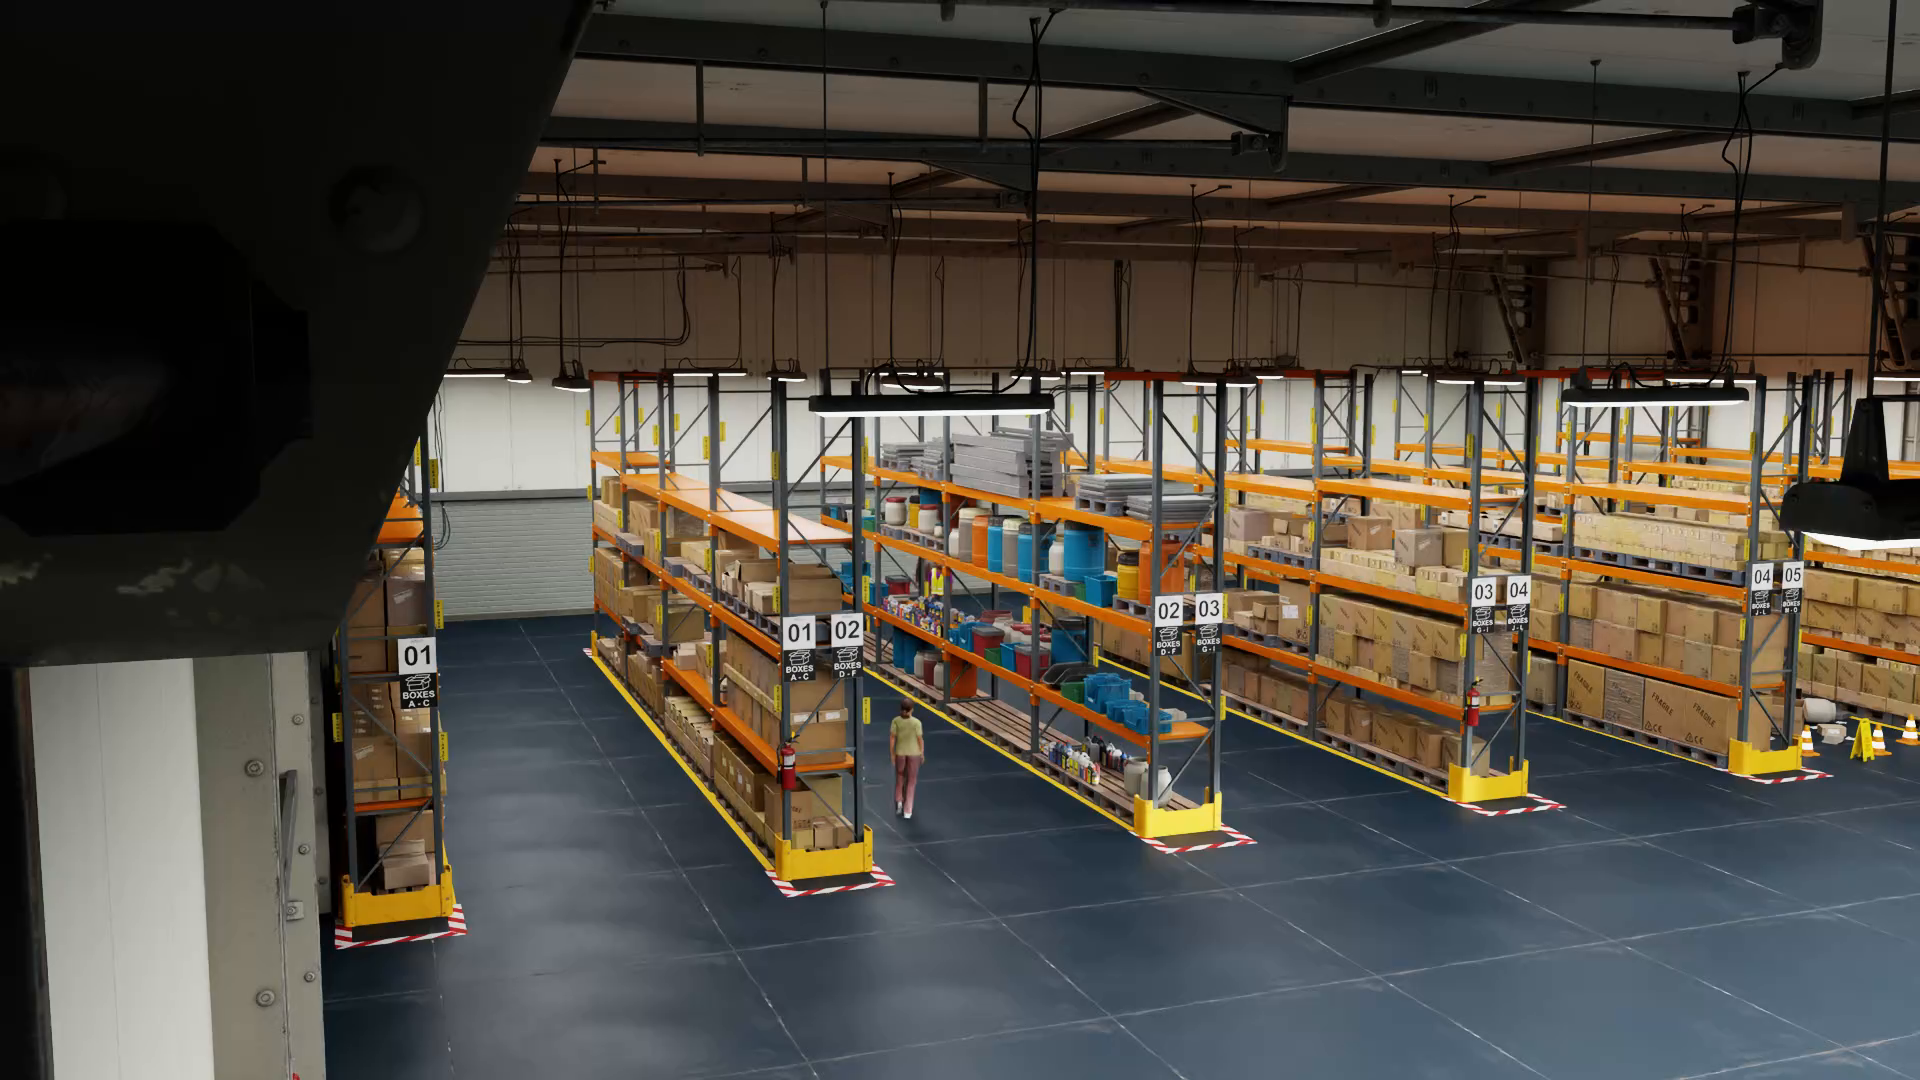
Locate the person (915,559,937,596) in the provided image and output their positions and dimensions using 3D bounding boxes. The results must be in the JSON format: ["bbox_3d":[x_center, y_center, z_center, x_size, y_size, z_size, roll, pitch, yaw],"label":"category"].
[{"bbox_3d":[-0.708,1.092,39.652,0.650,1.831,0.872,-3,7,-23],"label":"person"}]

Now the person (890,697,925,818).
[{"bbox_3d":[-0.707,2.960,22.742,0.463,1.676,0.444,1,7,12],"label":"person"}]

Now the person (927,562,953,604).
[{"bbox_3d":[-0.539,1.255,37.662,0.726,1.787,0.392,4,7,29],"label":"person"}]
